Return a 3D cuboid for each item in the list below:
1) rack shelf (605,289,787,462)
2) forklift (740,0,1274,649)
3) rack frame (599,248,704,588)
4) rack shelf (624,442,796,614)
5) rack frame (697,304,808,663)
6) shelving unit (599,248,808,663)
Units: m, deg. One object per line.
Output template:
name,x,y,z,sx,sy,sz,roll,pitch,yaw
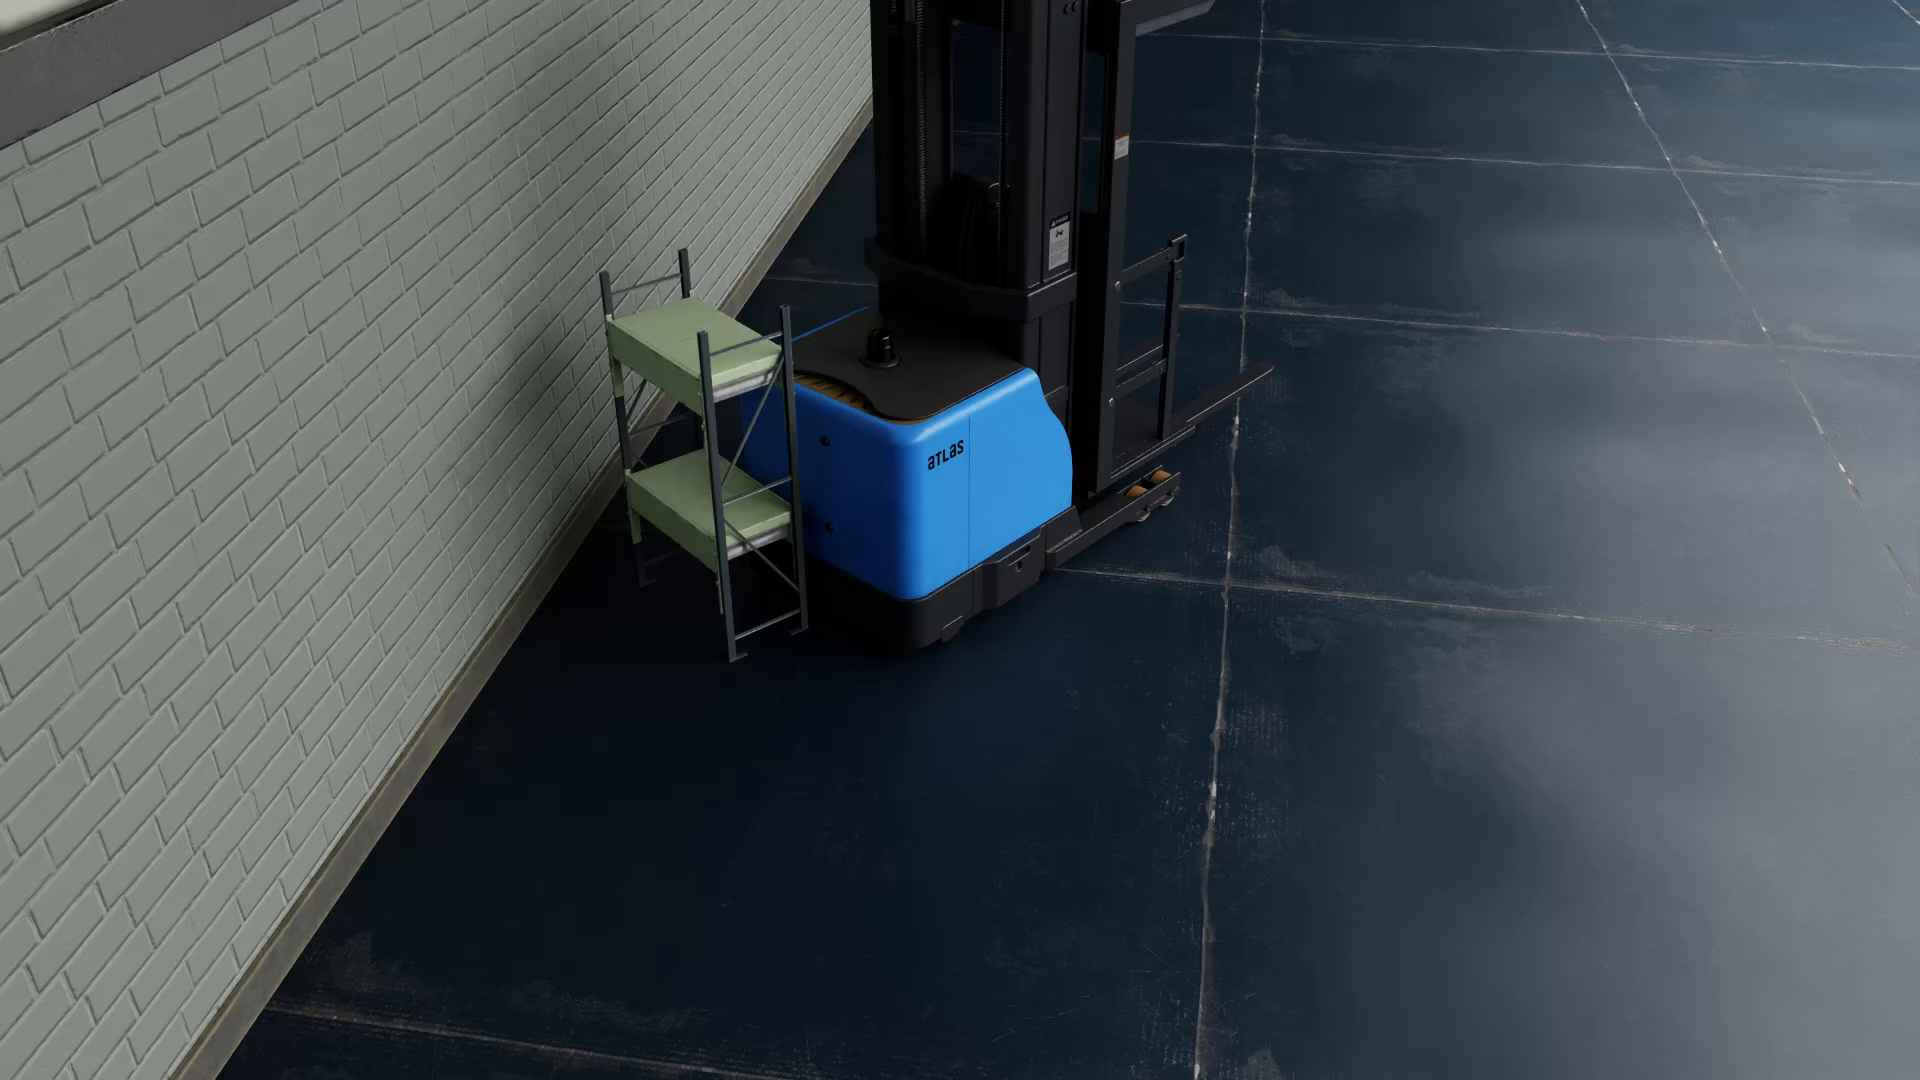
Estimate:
rack shelf,-1.046,-0.675,6.679,0.431,0.370,0.720,-24,39,-33
forklift,0.412,-1.490,7.368,1.130,2.935,3.031,25,40,34
rack frame,-1.279,-0.494,7.125,0.400,1.500,0.023,-24,39,-33
rack shelf,-1.046,-0.068,7.059,0.431,0.370,0.720,-24,39,-33
rack frame,-0.812,-0.194,6.647,0.400,1.500,0.023,-24,39,-33
shelving unit,-1.046,-0.344,6.886,0.431,1.500,0.755,-24,39,-33
